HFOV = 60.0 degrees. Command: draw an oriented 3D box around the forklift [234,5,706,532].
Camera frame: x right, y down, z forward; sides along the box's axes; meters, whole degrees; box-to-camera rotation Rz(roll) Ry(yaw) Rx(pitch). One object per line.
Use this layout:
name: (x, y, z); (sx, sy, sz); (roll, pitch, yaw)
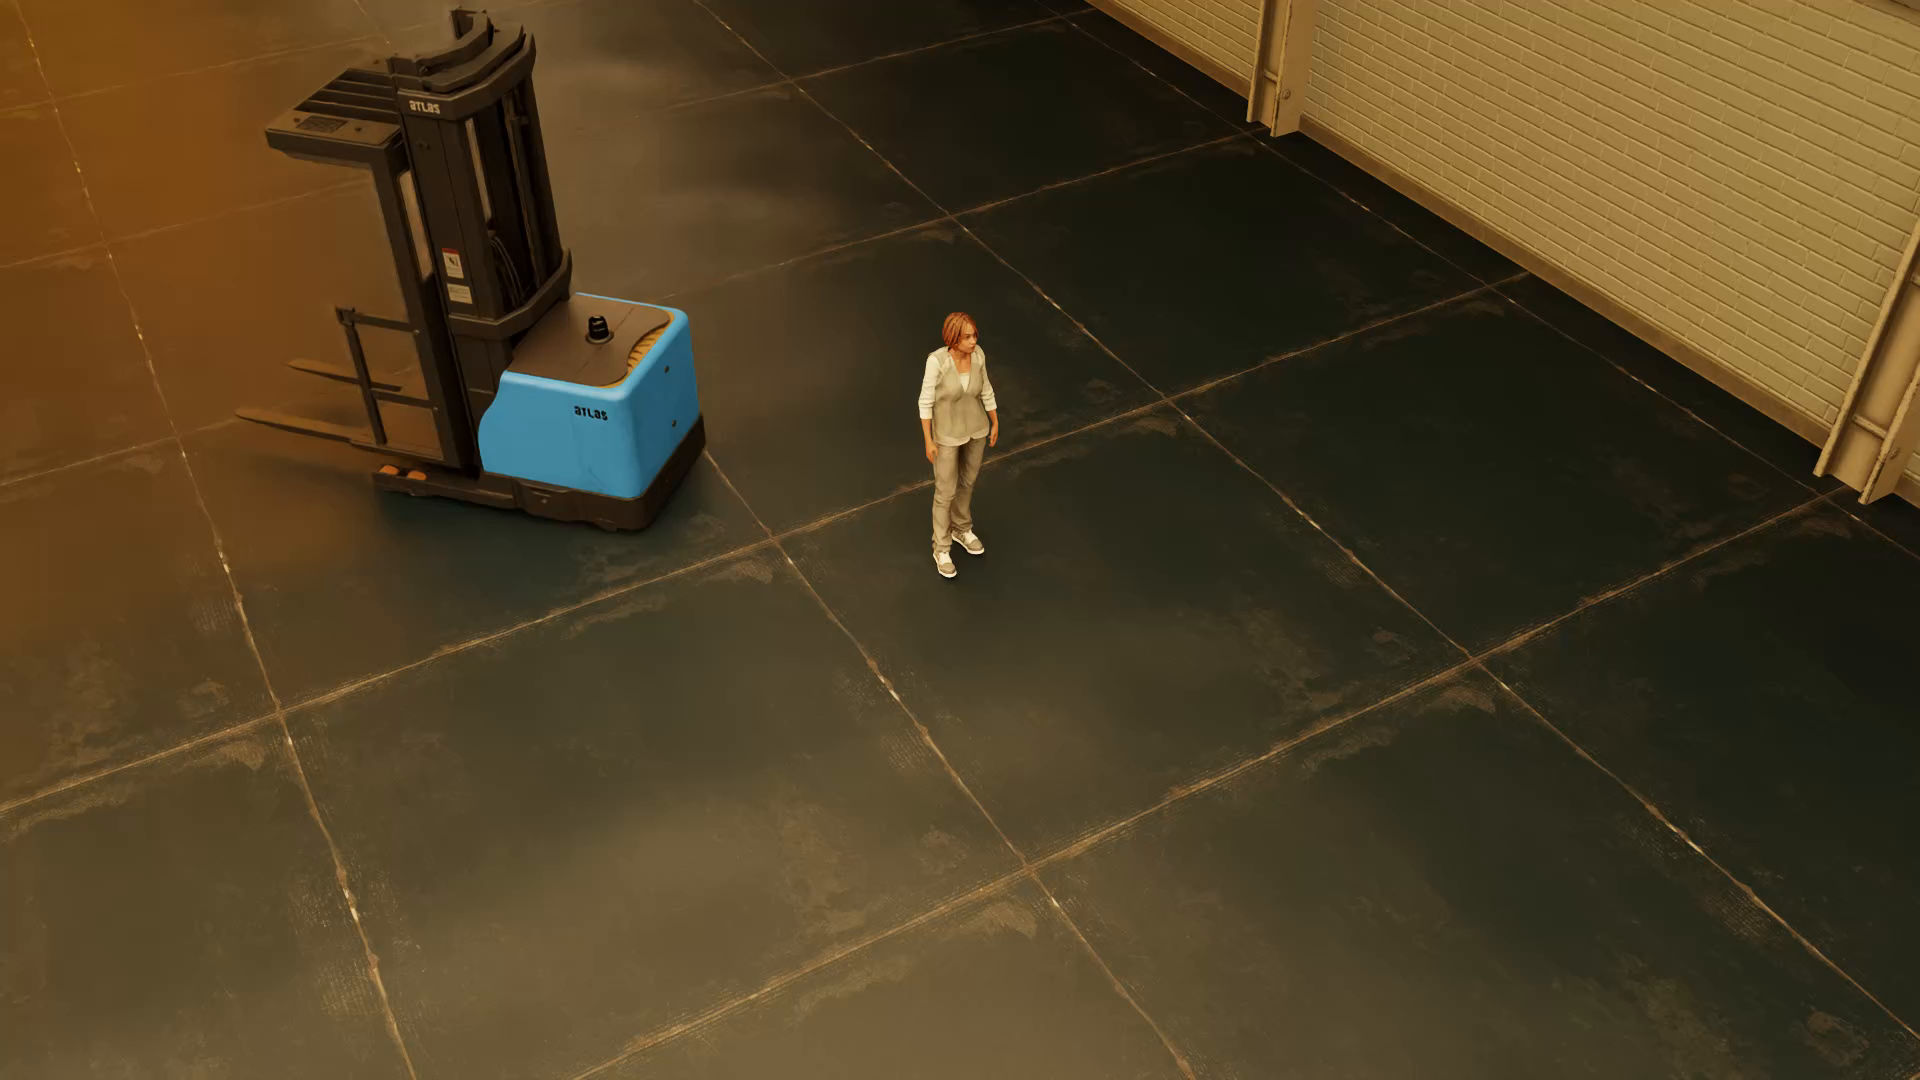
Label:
forklift: (-3.255, -1.717, 10.106); (3.031, 2.935, 1.130); (11, 41, 13)

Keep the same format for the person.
person: (0.025, -0.567, 9.770); (0.521, 1.575, 0.475); (-20, 44, -23)
